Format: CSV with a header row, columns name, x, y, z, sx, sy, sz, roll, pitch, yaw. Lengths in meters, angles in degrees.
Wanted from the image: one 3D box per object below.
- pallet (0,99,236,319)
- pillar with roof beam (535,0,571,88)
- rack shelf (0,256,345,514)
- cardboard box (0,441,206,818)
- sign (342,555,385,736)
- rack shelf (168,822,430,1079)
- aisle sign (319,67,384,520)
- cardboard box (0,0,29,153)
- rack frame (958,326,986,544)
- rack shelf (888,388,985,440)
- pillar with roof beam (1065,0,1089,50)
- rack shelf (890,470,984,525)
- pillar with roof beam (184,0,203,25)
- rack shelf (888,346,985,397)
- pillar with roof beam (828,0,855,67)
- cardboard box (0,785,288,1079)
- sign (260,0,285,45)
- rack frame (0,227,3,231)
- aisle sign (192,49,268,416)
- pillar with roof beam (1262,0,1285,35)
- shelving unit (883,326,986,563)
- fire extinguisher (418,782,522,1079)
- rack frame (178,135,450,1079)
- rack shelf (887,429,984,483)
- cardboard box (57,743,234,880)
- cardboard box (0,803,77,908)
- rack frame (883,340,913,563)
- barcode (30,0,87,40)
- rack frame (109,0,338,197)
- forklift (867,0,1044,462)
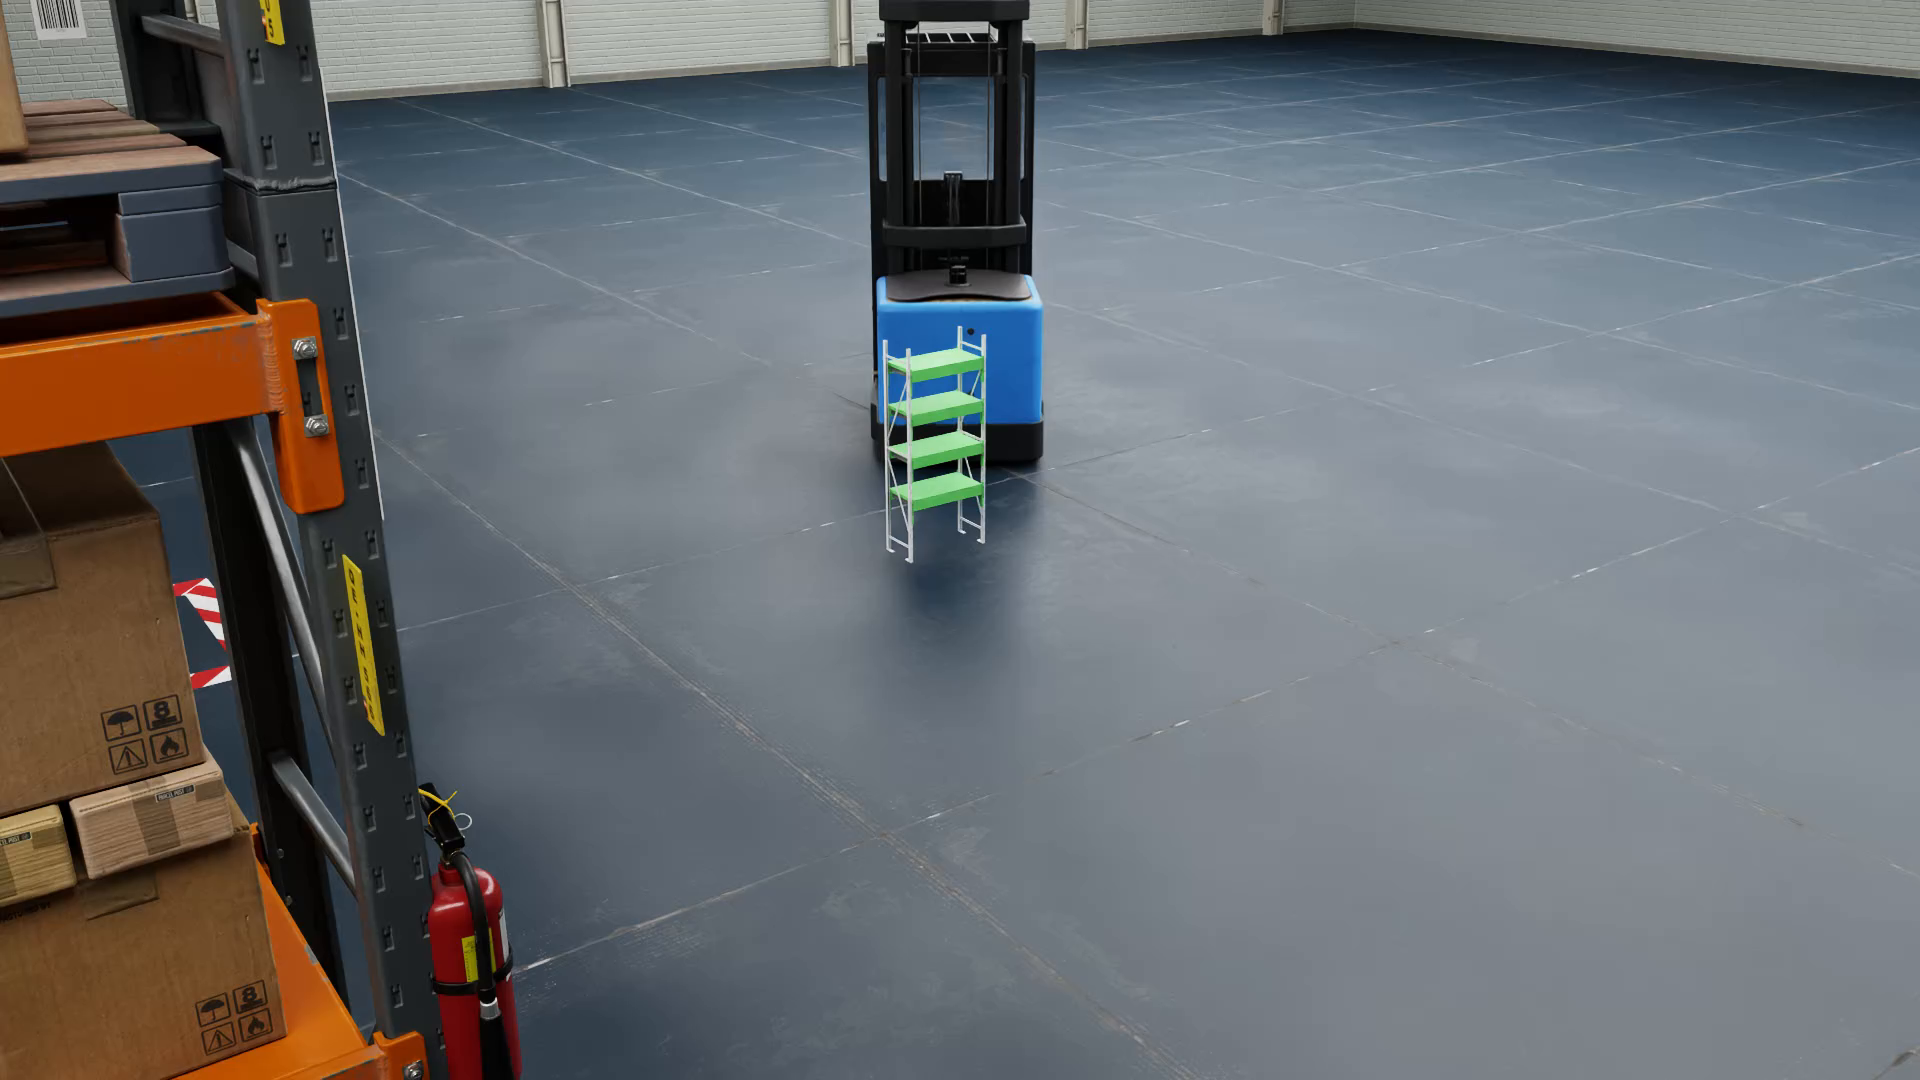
name,x,y,z,sx,sy,sz,roll,pitch,yaw
pallet,-1.968,-0.535,2.761,1.213,0.211,1.003,-15,26,-33
pillar with roof beam,-4.687,-10.992,24.800,0.400,9.000,9.100,-15,26,-33
rack shelf,-3.002,0.046,2.157,4.000,0.370,1.077,-15,26,-33
cardboard box,-1.808,0.132,3.133,0.500,0.500,0.700,-15,26,-33
sign,-1.073,0.191,2.989,0.005,0.325,0.100,-15,26,-33
rack shelf,-3.002,1.439,2.713,4.000,0.370,1.077,-15,26,-33
aisle sign,-1.154,-0.461,2.997,0.004,0.787,0.394,-15,26,-33
cardboard box,-1.847,-0.906,2.677,0.637,0.503,0.797,-13,25,-29
rack frame,0.064,-0.574,9.217,0.015,1.200,0.240,-15,26,-33
rack shelf,-0.134,-0.685,9.019,0.480,0.148,0.258,-15,26,-33
pillar with roof beam,5.054,-13.589,31.310,0.400,9.000,9.100,-15,26,-33
rack shelf,-0.134,-0.239,9.197,0.480,0.148,0.258,-15,26,-33
pillar with roof beam,-9.557,-9.693,21.546,0.400,9.000,9.100,-15,26,-33
rack shelf,-0.134,-0.908,8.930,0.480,0.148,0.258,-15,26,-33
pillar with roof beam,0.183,-12.291,28.055,0.400,9.000,9.100,-15,26,-33
cardboard box,-1.765,0.723,3.402,0.500,0.500,0.700,-15,26,-33
sign,-1.073,-0.929,2.543,0.005,0.325,0.100,-15,26,-33
rack frame,-4.268,-0.819,7.401,0.127,3.000,1.000,-15,26,-33
aisle sign,-1.504,-0.642,3.449,0.004,0.787,0.394,-15,26,-33
pillar with roof beam,9.924,-14.888,34.564,0.400,9.000,9.100,-15,26,-33
shelving unit,-0.134,-0.521,9.084,0.503,1.200,0.258,-15,26,-33
fire extinguisher,-1.011,0.822,3.393,0.183,0.674,0.296,-15,26,-33
rack frame,-1.379,0.672,3.665,0.127,3.000,1.000,-15,26,-33
rack shelf,-0.134,-0.462,9.108,0.480,0.148,0.258,-15,26,-33
cardboard box,-1.577,0.465,3.175,0.250,0.149,0.380,-15,26,-34
cardboard box,-1.789,0.522,3.032,0.250,0.149,0.380,-14,26,-32
rack frame,-0.332,-0.469,8.952,0.015,1.200,0.240,-15,26,-33
barcode,-1.342,-0.780,2.474,0.075,0.075,0.001,-15,26,-33
rack frame,-1.379,-2.114,2.553,0.127,3.000,1.000,-15,26,-33
forklift,-0.070,-2.348,11.327,1.130,2.935,3.031,-1,22,-3
